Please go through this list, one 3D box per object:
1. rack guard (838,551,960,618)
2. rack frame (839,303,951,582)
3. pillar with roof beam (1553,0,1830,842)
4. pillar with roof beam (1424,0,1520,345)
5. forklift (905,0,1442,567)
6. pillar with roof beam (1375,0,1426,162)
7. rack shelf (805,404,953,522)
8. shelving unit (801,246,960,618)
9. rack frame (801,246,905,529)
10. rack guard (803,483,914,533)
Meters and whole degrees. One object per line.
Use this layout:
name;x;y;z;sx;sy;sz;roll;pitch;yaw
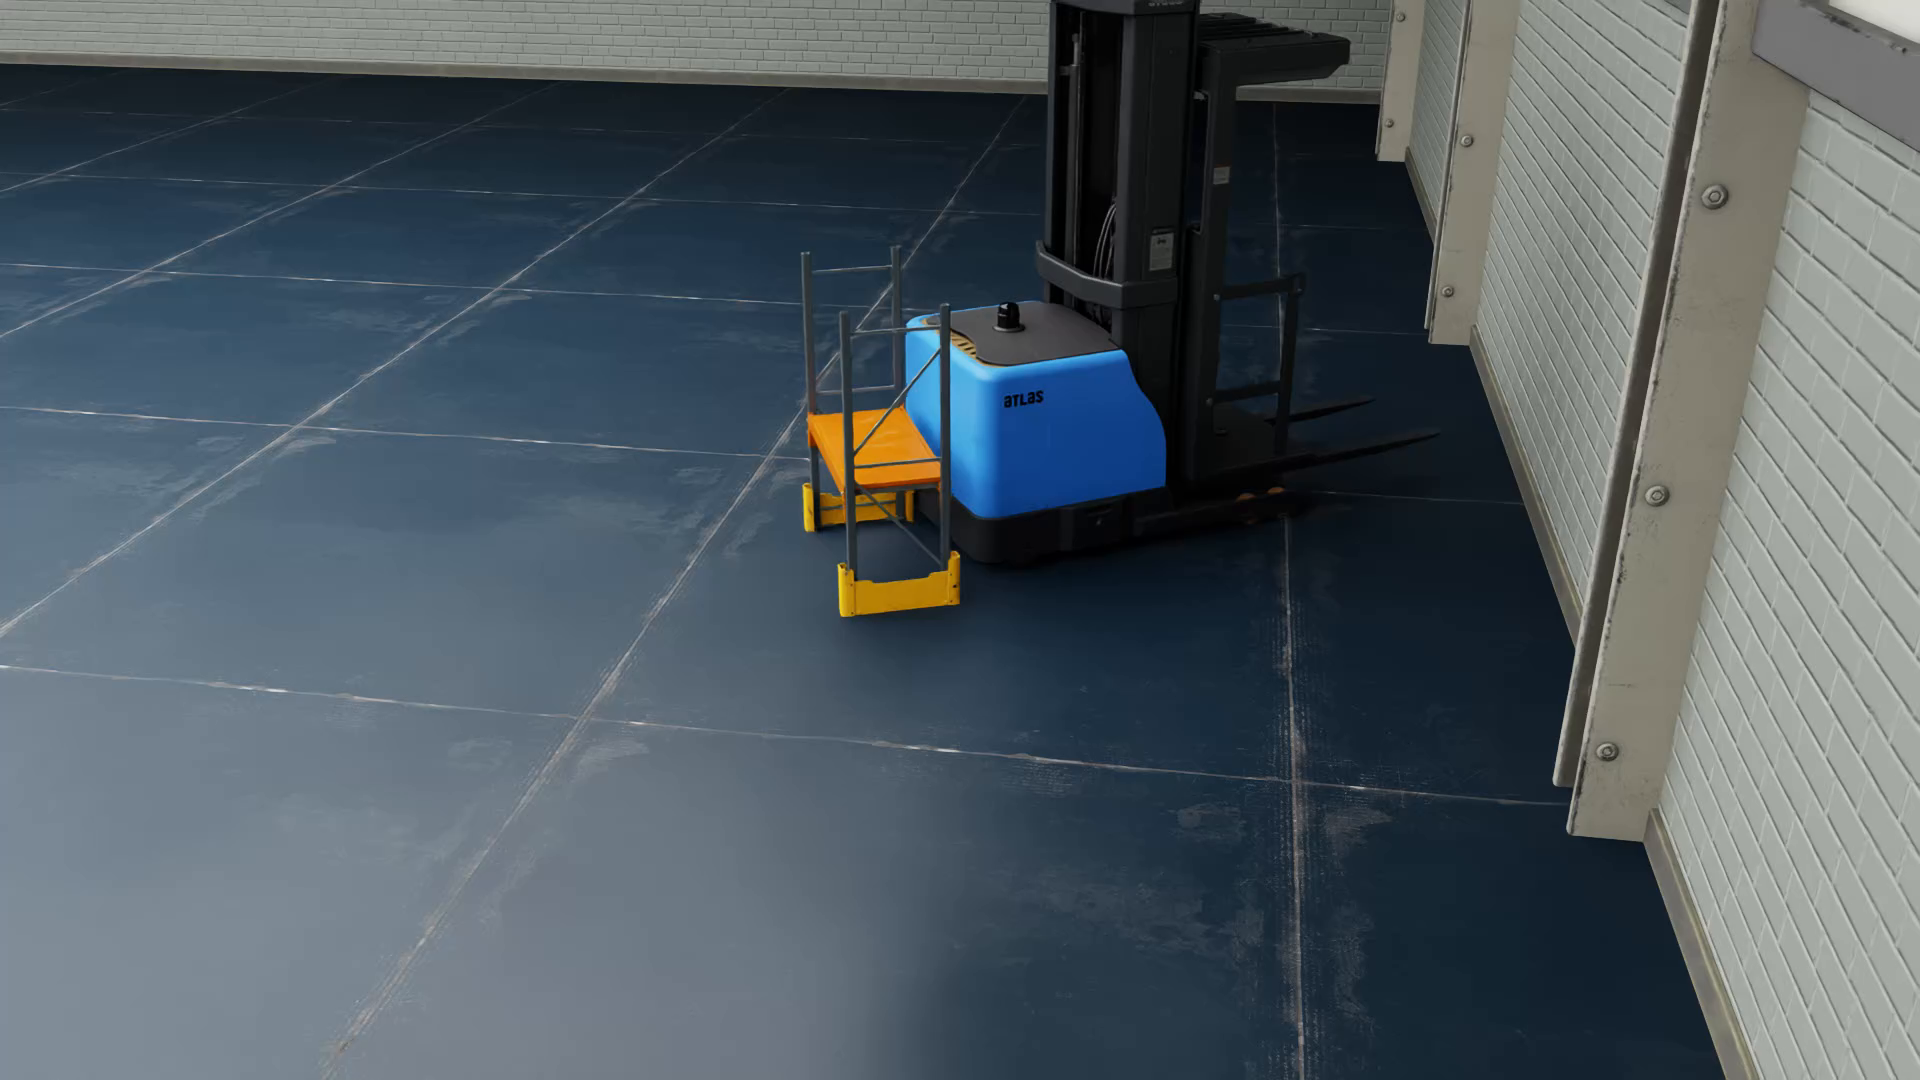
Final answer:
rack guard;-0.291;0.212;8.003;0.587;0.250;0.087;-6;26;-13
rack frame;-0.291;-0.354;7.737;0.500;1.500;0.032;-6;26;-13
pillar with roof beam;-1.740;-3.321;5.230;9.100;9.000;0.400;4;25;9
pillar with roof beam;-0.759;-5.830;10.591;9.100;9.000;0.400;4;25;9
forklift;1.258;-1.602;8.714;3.031;2.935;1.130;-11;27;-22
pillar with roof beam;0.221;-8.340;15.952;9.100;9.000;0.400;4;25;9
rack shelf;-0.418;-0.400;8.259;0.538;0.185;1.000;-6;26;-13
shelving unit;-0.415;-0.559;8.174;0.587;1.500;1.083;-6;26;-13
rack frame;-0.545;-0.771;8.628;0.500;1.500;0.032;-6;26;-13
rack guard;-0.540;-0.197;8.876;0.587;0.250;0.087;-6;26;-13
